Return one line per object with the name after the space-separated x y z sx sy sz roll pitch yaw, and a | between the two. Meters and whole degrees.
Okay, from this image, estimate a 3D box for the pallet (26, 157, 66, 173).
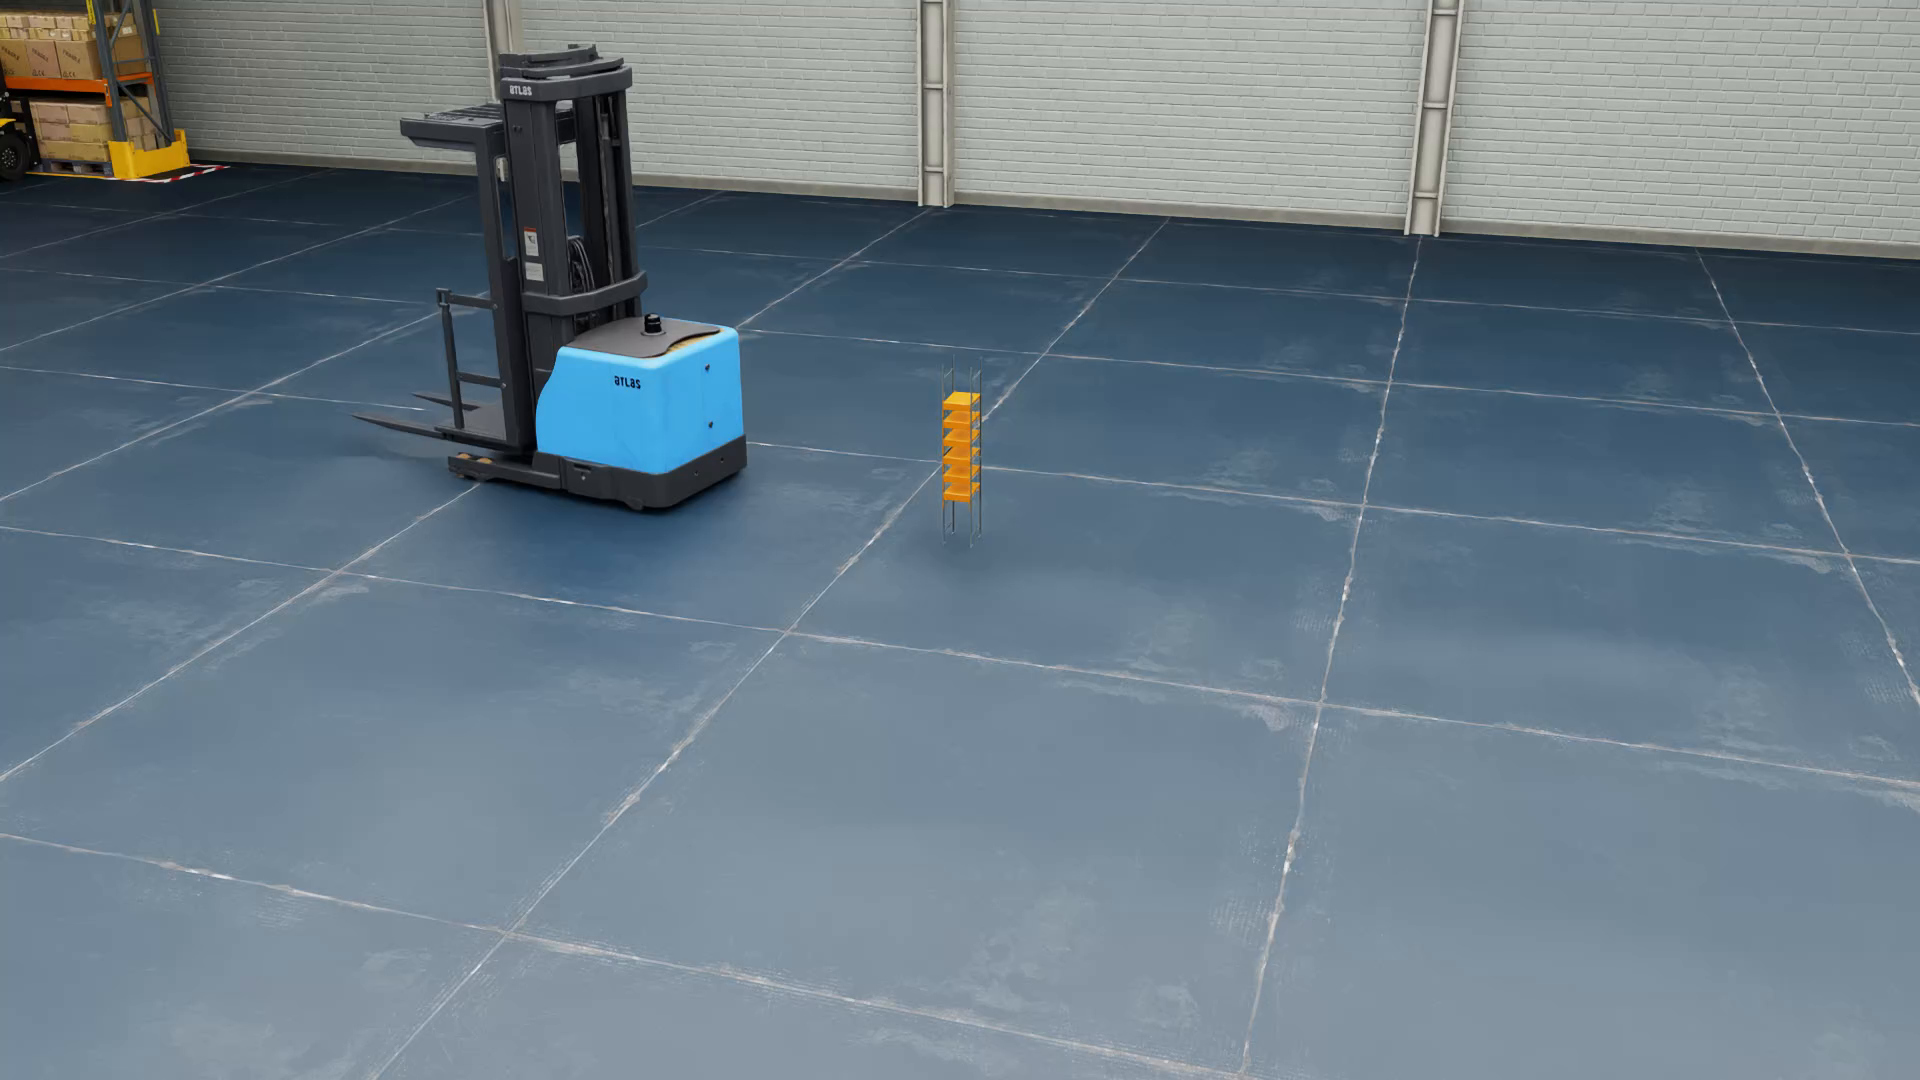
-13.292 -5.490 23.877 1.213 0.211 1.003 7 23 15 | pallet

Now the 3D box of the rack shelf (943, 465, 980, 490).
0.014 -0.401 10.601 0.180 0.103 0.258 7 23 16 | rack shelf

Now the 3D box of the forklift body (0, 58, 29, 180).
-13.726 -5.730 21.904 1.214 2.155 2.313 7 23 16 | forklift body

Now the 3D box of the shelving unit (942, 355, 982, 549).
0.014 -0.554 10.538 0.189 1.200 0.258 7 23 16 | shelving unit

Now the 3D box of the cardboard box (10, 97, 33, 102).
-13.374 -6.063 23.351 0.500 0.250 0.500 6 23 14 | cardboard box

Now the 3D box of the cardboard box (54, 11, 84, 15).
-12.374 -7.273 23.170 0.250 0.149 0.380 7 23 16 | cardboard box

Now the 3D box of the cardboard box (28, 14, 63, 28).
-12.508 -7.113 22.780 0.250 0.149 0.380 7 23 16 | cardboard box

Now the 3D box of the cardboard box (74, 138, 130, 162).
-11.925 -5.436 23.140 0.500 0.250 0.500 7 23 16 | cardboard box

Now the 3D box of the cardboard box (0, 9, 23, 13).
-13.370 -7.383 23.439 0.250 0.149 0.380 7 23 17 | cardboard box

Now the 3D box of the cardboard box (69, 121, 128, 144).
-11.940 -5.671 23.053 0.500 0.250 0.500 6 23 15 | cardboard box

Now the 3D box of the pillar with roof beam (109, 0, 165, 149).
-13.033 -8.193 18.885 0.400 9.000 9.100 7 23 16 | pillar with roof beam

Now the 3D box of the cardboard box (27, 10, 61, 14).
-12.856 -7.357 23.376 0.250 0.149 0.380 6 23 14 | cardboard box

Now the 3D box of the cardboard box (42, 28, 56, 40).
-12.280 -6.928 22.720 0.250 0.149 0.380 7 23 17 | cardboard box

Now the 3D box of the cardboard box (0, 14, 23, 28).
-13.038 -7.128 22.815 0.250 0.149 0.380 7 23 17 | cardboard box

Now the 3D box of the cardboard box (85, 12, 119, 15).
-11.880 -7.228 23.059 0.250 0.149 0.380 7 23 17 | cardboard box

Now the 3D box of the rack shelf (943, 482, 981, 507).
0.014 -0.290 10.646 0.180 0.103 0.258 7 23 16 | rack shelf

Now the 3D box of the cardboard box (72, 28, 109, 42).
-11.796 -6.860 22.555 0.250 0.149 0.380 7 23 16 | cardboard box

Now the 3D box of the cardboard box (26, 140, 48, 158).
-12.874 -5.552 23.423 0.500 0.250 0.500 7 23 16 | cardboard box

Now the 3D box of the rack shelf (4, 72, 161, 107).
-13.298 -6.464 23.523 4.000 0.370 1.077 7 23 16 | rack shelf

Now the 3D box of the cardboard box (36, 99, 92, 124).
-12.405 -5.953 23.083 0.500 0.250 0.500 7 23 16 | cardboard box

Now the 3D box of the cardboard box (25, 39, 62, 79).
-12.425 -6.642 22.879 0.500 0.500 0.500 7 23 17 | cardboard box

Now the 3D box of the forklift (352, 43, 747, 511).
-3.067 -1.932 11.617 3.031 2.935 1.130 11 25 25 | forklift

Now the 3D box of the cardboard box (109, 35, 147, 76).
-11.778 -6.779 23.212 0.500 0.500 0.500 7 23 17 | cardboard box

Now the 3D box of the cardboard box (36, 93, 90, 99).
-12.744 -6.196 23.674 0.500 0.250 0.500 6 23 15 | cardboard box

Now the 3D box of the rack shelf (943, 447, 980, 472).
0.014 -0.512 10.555 0.180 0.103 0.258 7 23 16 | rack shelf

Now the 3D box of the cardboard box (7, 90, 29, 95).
-13.716 -6.307 23.944 0.500 0.250 0.500 7 23 16 | cardboard box

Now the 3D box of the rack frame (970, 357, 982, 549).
0.101 -0.543 10.514 0.006 1.200 0.240 7 23 16 | rack frame

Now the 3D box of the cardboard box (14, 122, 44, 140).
-12.917 -5.778 23.316 0.500 0.250 0.500 6 23 14 | cardboard box

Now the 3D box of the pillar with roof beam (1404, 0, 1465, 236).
4.199 -6.219 14.075 0.400 9.000 9.100 7 23 16 | pillar with roof beam

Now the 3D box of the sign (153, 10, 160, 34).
-11.218 -7.216 23.163 0.005 0.325 0.100 7 23 16 | sign

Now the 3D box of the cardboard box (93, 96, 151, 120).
-11.789 -6.084 23.401 0.500 0.250 0.500 6 23 15 | cardboard box

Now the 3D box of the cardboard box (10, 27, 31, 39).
-12.784 -6.971 22.826 0.250 0.149 0.380 6 23 14 | cardboard box

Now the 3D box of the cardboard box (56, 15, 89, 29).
-12.033 -7.040 22.601 0.250 0.149 0.380 7 23 16 | cardboard box
